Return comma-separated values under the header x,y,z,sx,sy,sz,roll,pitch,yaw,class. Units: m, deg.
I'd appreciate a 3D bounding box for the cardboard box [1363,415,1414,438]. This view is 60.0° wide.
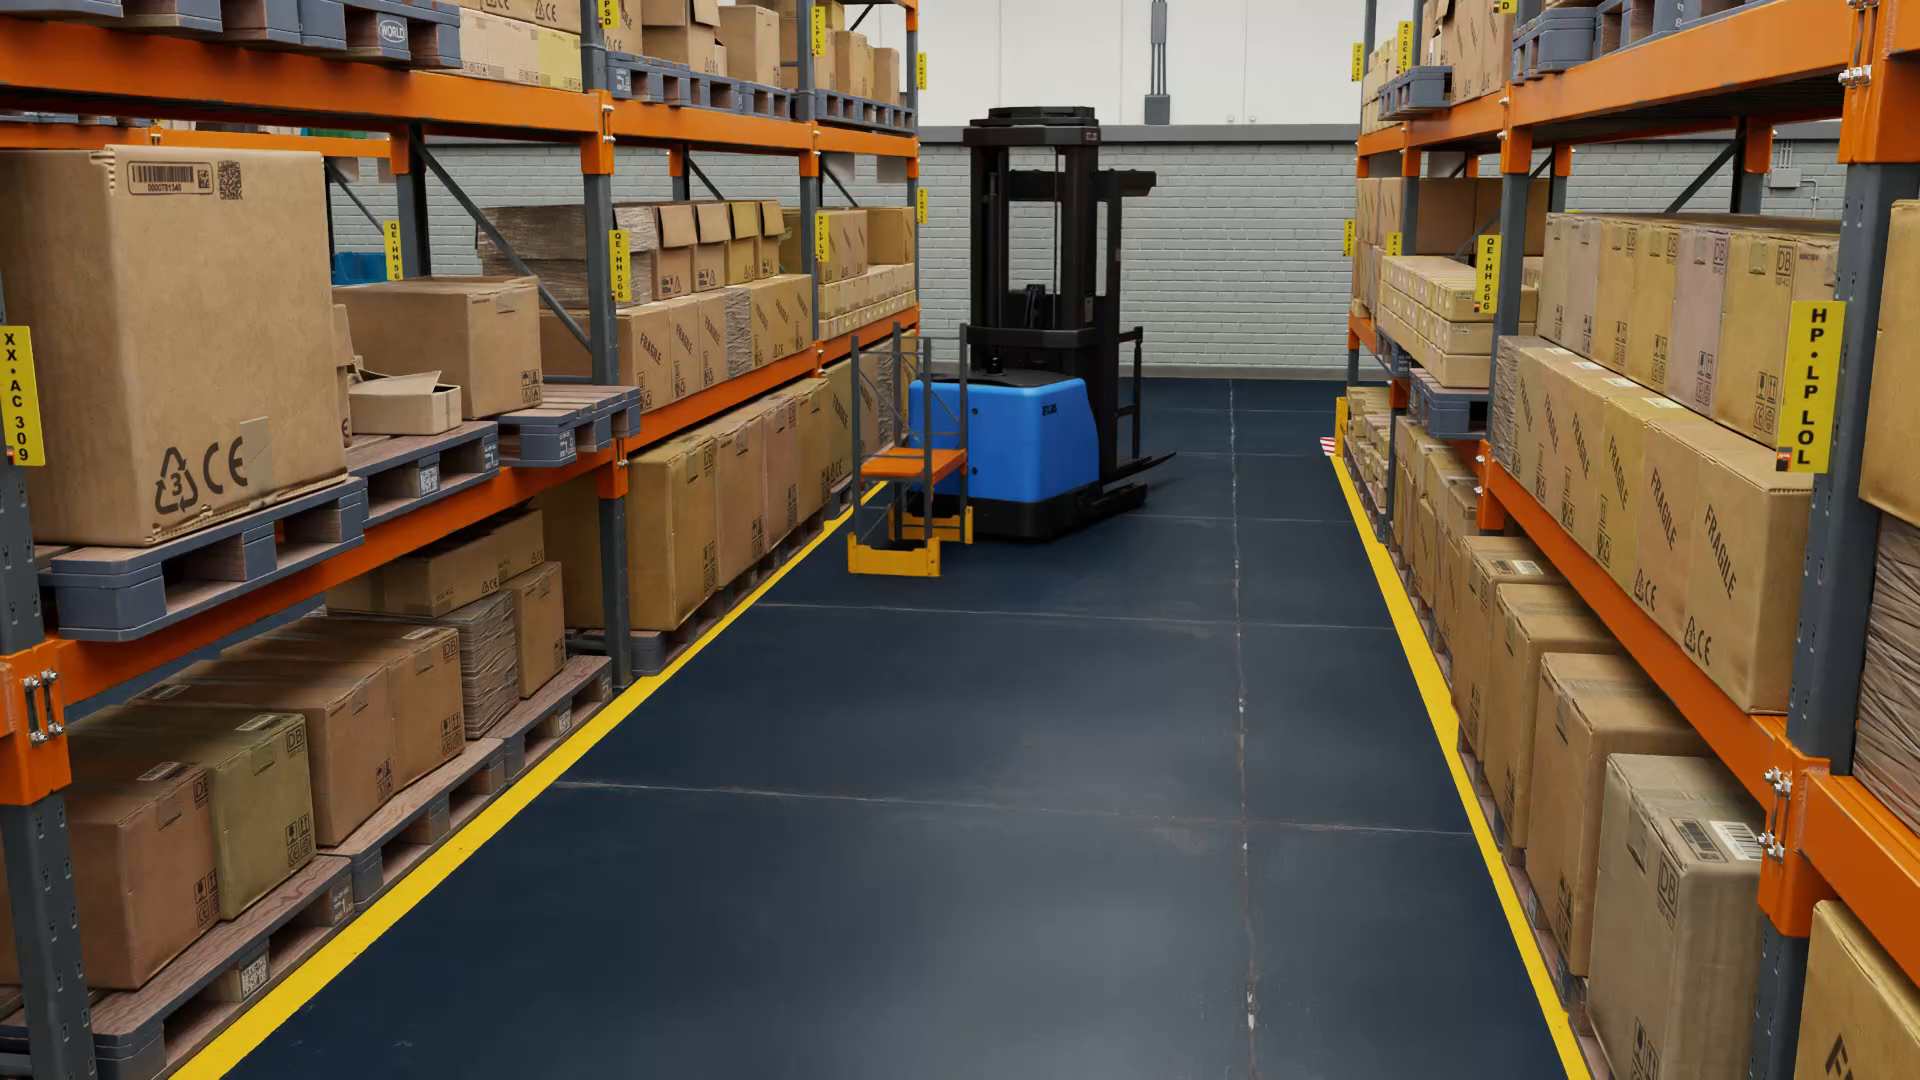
x,y,z,sx,sy,sz,roll,pitch,yaw,class
3.309,-0.870,12.769,0.380,0.149,0.250,1,12,7,cardboard box

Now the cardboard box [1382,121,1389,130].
x,y,z,sx,sy,sz,roll,pitch,yaw,class
3.358,-3.124,12.107,0.500,0.250,0.500,2,12,8,cardboard box

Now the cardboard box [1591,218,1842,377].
x,y,z,sx,sy,sz,roll,pitch,yaw,class
2.536,-0.811,5.525,0.700,0.500,0.500,2,12,8,cardboard box

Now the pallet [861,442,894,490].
x,y,z,sx,sy,sz,roll,pitch,yaw,class
-1.123,-0.640,13.963,1.003,0.211,1.213,2,12,9,pallet

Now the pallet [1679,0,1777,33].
x,y,z,sx,sy,sz,roll,pitch,yaw,class
2.245,-1.311,3.791,0.805,0.209,1.217,1,12,6,pallet

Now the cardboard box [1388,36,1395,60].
x,y,z,sx,sy,sz,roll,pitch,yaw,class
3.335,-3.588,12.123,0.380,0.149,0.250,2,12,8,cardboard box

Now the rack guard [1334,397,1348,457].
x,y,z,sx,sy,sz,roll,pitch,yaw,class
3.987,-1.006,14.975,1.175,0.500,0.348,2,12,9,rack guard

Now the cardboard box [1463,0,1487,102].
x,y,z,sx,sy,sz,roll,pitch,yaw,class
2.669,-2.325,7.806,0.500,0.500,0.500,2,12,9,cardboard box

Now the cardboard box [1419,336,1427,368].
x,y,z,sx,sy,sz,roll,pitch,yaw,class
2.511,-0.936,8.314,0.380,0.149,0.250,2,12,8,cardboard box

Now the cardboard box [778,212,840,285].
x,y,z,sx,sy,sz,roll,pitch,yaw,class
-1.176,-2.123,12.095,0.500,0.500,0.500,2,12,9,cardboard box

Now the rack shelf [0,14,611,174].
x,y,z,sx,sy,sz,roll,pitch,yaw,class
-2.425,-1.459,5.729,1.077,0.370,4.000,2,12,9,rack shelf

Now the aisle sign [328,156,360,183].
x,y,z,sx,sy,sz,roll,pitch,yaw,class
-6.064,-3.882,16.214,0.394,0.787,0.004,2,12,9,aisle sign

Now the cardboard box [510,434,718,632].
x,y,z,sx,sy,sz,roll,pitch,yaw,class
-1.991,-0.070,8.744,1.225,0.875,0.875,1,12,6,cardboard box

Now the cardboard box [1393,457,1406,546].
x,y,z,sx,sy,sz,roll,pitch,yaw,class
3.007,-0.249,10.467,0.500,0.500,0.500,2,12,11,cardboard box

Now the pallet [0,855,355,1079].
x,y,z,sx,sy,sz,roll,pitch,yaw,class
-2.614,1.273,5.084,1.003,0.211,1.213,2,12,9,pallet

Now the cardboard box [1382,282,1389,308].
x,y,z,sx,sy,sz,roll,pitch,yaw,class
2.830,-1.518,10.311,0.380,0.149,0.250,2,12,8,cardboard box

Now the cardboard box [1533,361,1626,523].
x,y,z,sx,sy,sz,roll,pitch,yaw,class
2.279,-0.332,5.676,0.500,0.500,0.500,2,12,9,cardboard box

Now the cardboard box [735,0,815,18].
x,y,z,sx,sy,sz,roll,pitch,yaw,class
-1.351,-3.924,12.212,0.500,0.250,0.500,1,12,5,cardboard box

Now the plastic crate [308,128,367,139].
x,y,z,sx,sy,sz,roll,pitch,yaw,class
-5.651,-3.734,15.084,0.450,0.188,0.336,2,12,9,plastic crate

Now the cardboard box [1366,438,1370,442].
x,y,z,sx,sy,sz,roll,pitch,yaw,class
3.518,-0.742,13.586,0.380,0.149,0.250,2,12,9,cardboard box

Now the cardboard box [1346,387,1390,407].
x,y,z,sx,sy,sz,roll,pitch,yaw,class
3.582,-1.248,14.524,0.380,0.149,0.250,1,12,6,cardboard box

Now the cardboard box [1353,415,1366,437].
x,y,z,sx,sy,sz,roll,pitch,yaw,class
3.469,-0.941,13.805,0.380,0.149,0.250,2,12,10,cardboard box

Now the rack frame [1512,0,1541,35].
x,y,z,sx,sy,sz,roll,pitch,yaw,class
2.768,-3.511,6.426,1.000,3.000,0.127,2,12,9,rack frame

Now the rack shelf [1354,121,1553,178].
x,y,z,sx,sy,sz,roll,pitch,yaw,class
3.691,-2.942,12.613,1.077,0.370,4.000,2,12,9,rack shelf

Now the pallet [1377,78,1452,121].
x,y,z,sx,sy,sz,roll,pitch,yaw,class
3.183,-2.661,10.045,1.213,0.211,1.003,2,12,9,pallet

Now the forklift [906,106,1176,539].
x,y,z,sx,sy,sz,roll,pitch,yaw,class
0.777,-1.702,12.436,1.130,2.935,3.031,7,14,28,forklift

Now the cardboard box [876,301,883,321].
x,y,z,sx,sy,sz,roll,pitch,yaw,class
-0.852,-1.900,13.785,0.380,0.149,0.250,2,12,10,cardboard box

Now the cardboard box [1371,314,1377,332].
x,y,z,sx,sy,sz,roll,pitch,yaw,class
3.365,-1.683,12.780,0.380,0.149,0.250,2,12,10,cardboard box

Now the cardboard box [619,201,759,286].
x,y,z,sx,sy,sz,roll,pitch,yaw,class
-1.709,-1.857,10.369,0.797,0.503,0.637,2,12,9,cardboard box

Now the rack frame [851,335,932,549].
x,y,z,sx,sy,sz,roll,pitch,yaw,class
-0.422,-0.514,10.317,0.500,1.500,0.032,3,12,12,rack frame

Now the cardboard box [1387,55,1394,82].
x,y,z,sx,sy,sz,roll,pitch,yaw,class
3.370,-3.370,12.058,0.500,0.250,0.500,2,12,11,cardboard box

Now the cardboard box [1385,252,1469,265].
x,y,z,sx,sy,sz,roll,pitch,yaw,class
3.178,-1.715,11.389,0.500,0.500,0.500,2,12,9,cardboard box

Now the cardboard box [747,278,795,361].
x,y,z,sx,sy,sz,roll,pitch,yaw,class
-1.387,-1.433,10.785,0.500,0.500,0.500,2,12,10,cardboard box

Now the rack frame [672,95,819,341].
x,y,z,sx,sy,sz,roll,pitch,yaw,class
-1.502,-1.593,11.765,1.000,3.000,0.127,2,12,9,rack frame

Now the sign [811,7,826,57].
x,y,z,sx,sy,sz,roll,pitch,yaw,class
-0.965,-3.450,11.289,0.100,0.325,0.005,2,12,9,sign

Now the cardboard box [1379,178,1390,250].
x,y,z,sx,sy,sz,roll,pitch,yaw,class
3.262,-2.309,11.769,0.500,0.500,0.500,1,12,7,cardboard box

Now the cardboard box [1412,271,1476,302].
x,y,z,sx,sy,sz,roll,pitch,yaw,class
2.591,-1.338,8.768,0.380,0.149,0.250,2,12,11,cardboard box

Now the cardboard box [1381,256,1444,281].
x,y,z,sx,sy,sz,roll,pitch,yaw,class
2.868,-1.717,10.530,0.380,0.149,0.250,3,12,12,cardboard box

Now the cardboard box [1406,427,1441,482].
x,y,z,sx,sy,sz,roll,pitch,yaw,class
2.929,-0.505,9.873,0.500,0.250,0.500,2,12,10,cardboard box

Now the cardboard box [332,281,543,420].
x,y,z,sx,sy,sz,roll,pitch,yaw,class
-2.148,-0.781,6.765,0.700,0.500,0.500,4,13,17,cardboard box

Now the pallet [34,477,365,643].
x,y,z,sx,sy,sz,roll,pitch,yaw,class
-2.471,0.012,4.774,1.003,0.211,1.213,2,12,9,pallet

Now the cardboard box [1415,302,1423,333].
x,y,z,sx,sy,sz,roll,pitch,yaw,class
2.551,-1.138,8.549,0.380,0.149,0.250,2,12,8,cardboard box

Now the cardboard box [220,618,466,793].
x,y,z,sx,sy,sz,roll,pitch,yaw,class
-2.354,0.621,6.382,0.700,0.500,0.500,3,13,13,cardboard box

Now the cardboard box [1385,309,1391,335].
x,y,z,sx,sy,sz,roll,pitch,yaw,class
2.789,-1.317,10.083,0.380,0.149,0.250,2,12,9,cardboard box

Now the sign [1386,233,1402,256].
x,y,z,sx,sy,sz,roll,pitch,yaw,class
2.846,-1.850,10.905,0.100,0.325,0.005,2,12,9,sign

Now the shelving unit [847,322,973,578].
x,y,z,sx,sy,sz,roll,pitch,yaw,class
-0.310,-0.620,10.811,0.587,1.500,1.083,3,12,12,shelving unit

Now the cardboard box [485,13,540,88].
x,y,z,sx,sy,sz,roll,pitch,yaw,class
-2.011,-1.943,6.624,0.500,0.250,0.500,2,12,8,cardboard box

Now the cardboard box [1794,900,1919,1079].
x,y,z,sx,sy,sz,roll,pitch,yaw,class
1.987,1.216,2.777,0.875,0.875,0.875,2,12,10,cardboard box

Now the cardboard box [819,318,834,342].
x,y,z,sx,sy,sz,roll,pitch,yaw,class
-1.128,-1.521,12.027,0.380,0.149,0.250,2,12,9,cardboard box

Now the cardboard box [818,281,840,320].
x,y,z,sx,sy,sz,roll,pitch,yaw,class
-1.171,-1.754,12.164,0.500,0.250,0.500,2,12,8,cardboard box

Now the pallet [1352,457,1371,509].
x,y,z,sx,sy,sz,roll,pitch,yaw,class
3.637,-0.444,13.051,1.003,0.211,1.213,2,12,9,pallet

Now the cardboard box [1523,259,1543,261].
x,y,z,sx,sy,sz,roll,pitch,yaw,class
3.474,-1.639,10.164,0.380,0.149,0.250,2,12,7,cardboard box
